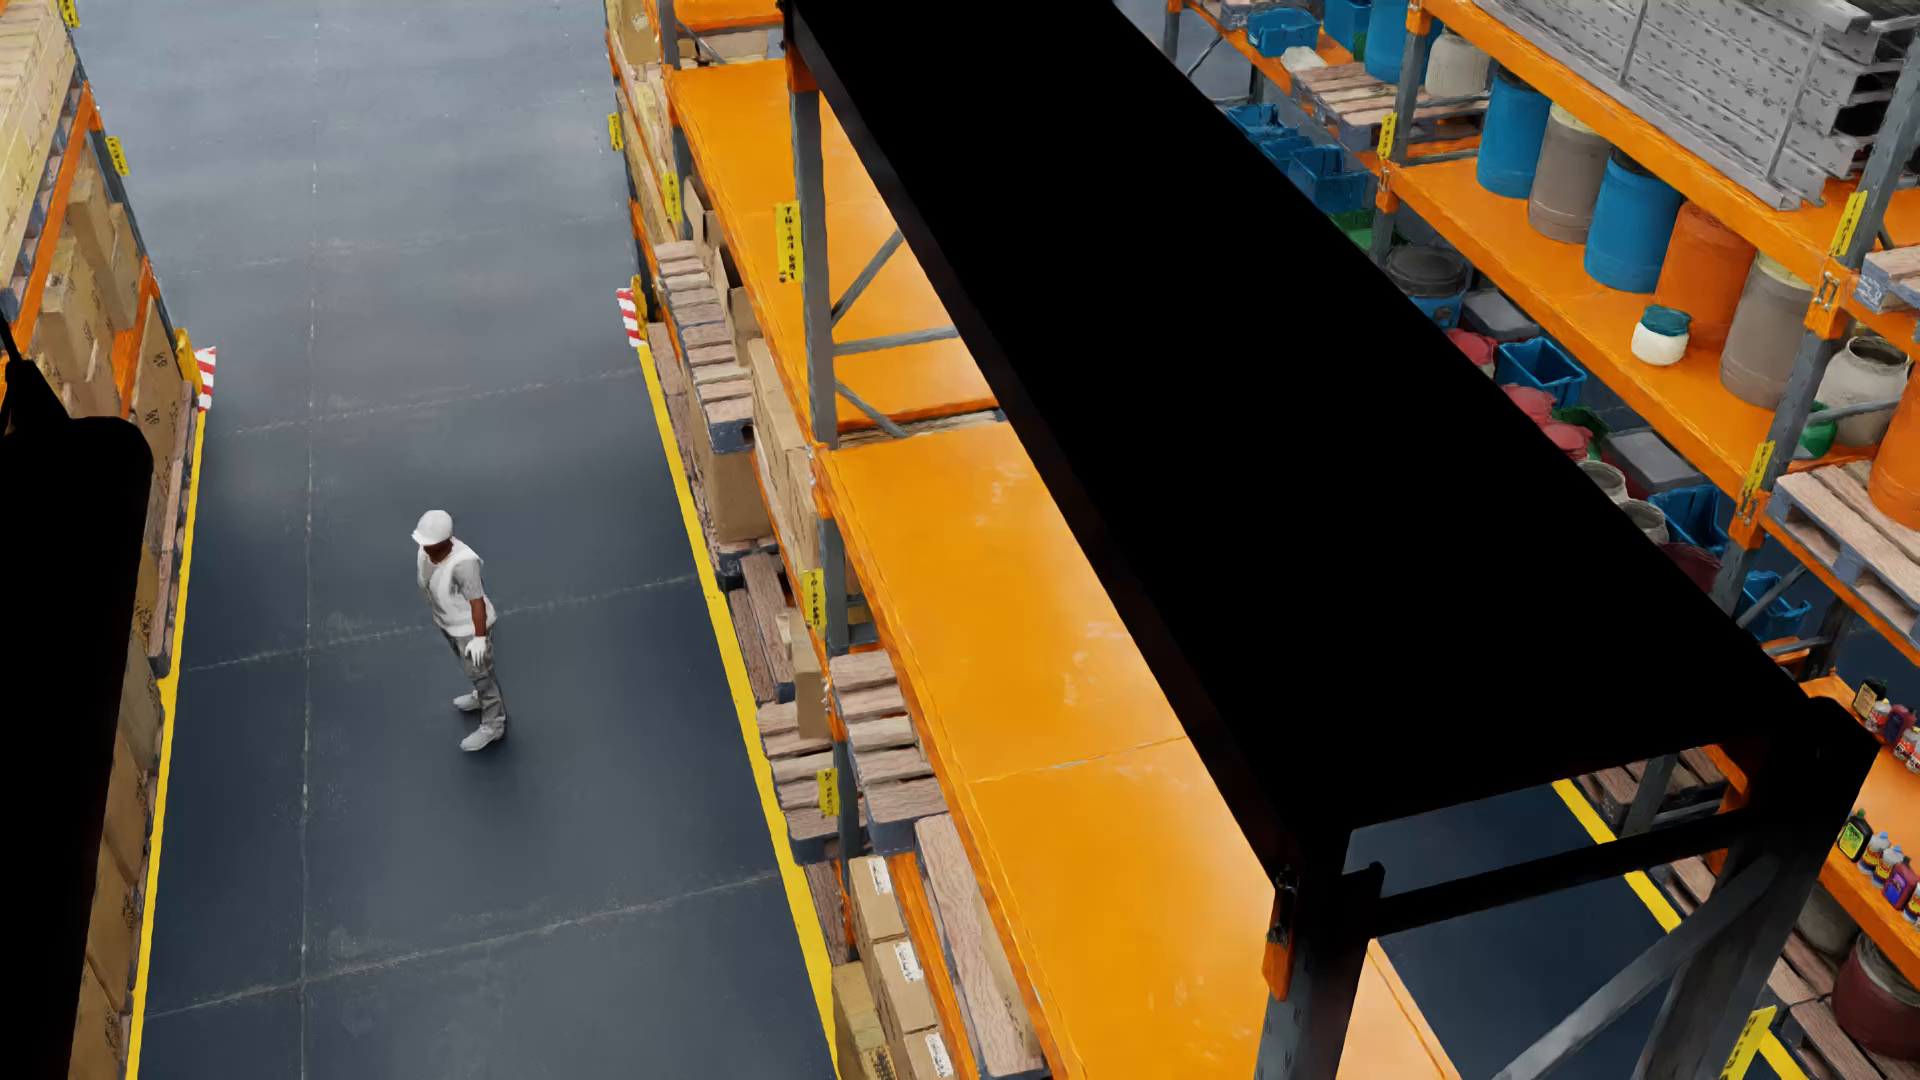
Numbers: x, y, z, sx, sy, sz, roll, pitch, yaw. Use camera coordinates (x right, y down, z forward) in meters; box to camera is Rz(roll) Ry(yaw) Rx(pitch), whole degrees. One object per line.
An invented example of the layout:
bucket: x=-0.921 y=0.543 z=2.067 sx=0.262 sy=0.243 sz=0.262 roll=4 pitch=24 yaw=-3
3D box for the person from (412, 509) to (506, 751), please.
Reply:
person: x=-3.231 y=0.547 z=10.668 sx=0.477 sy=1.789 sz=0.634 roll=-31 pitch=48 yaw=-33
